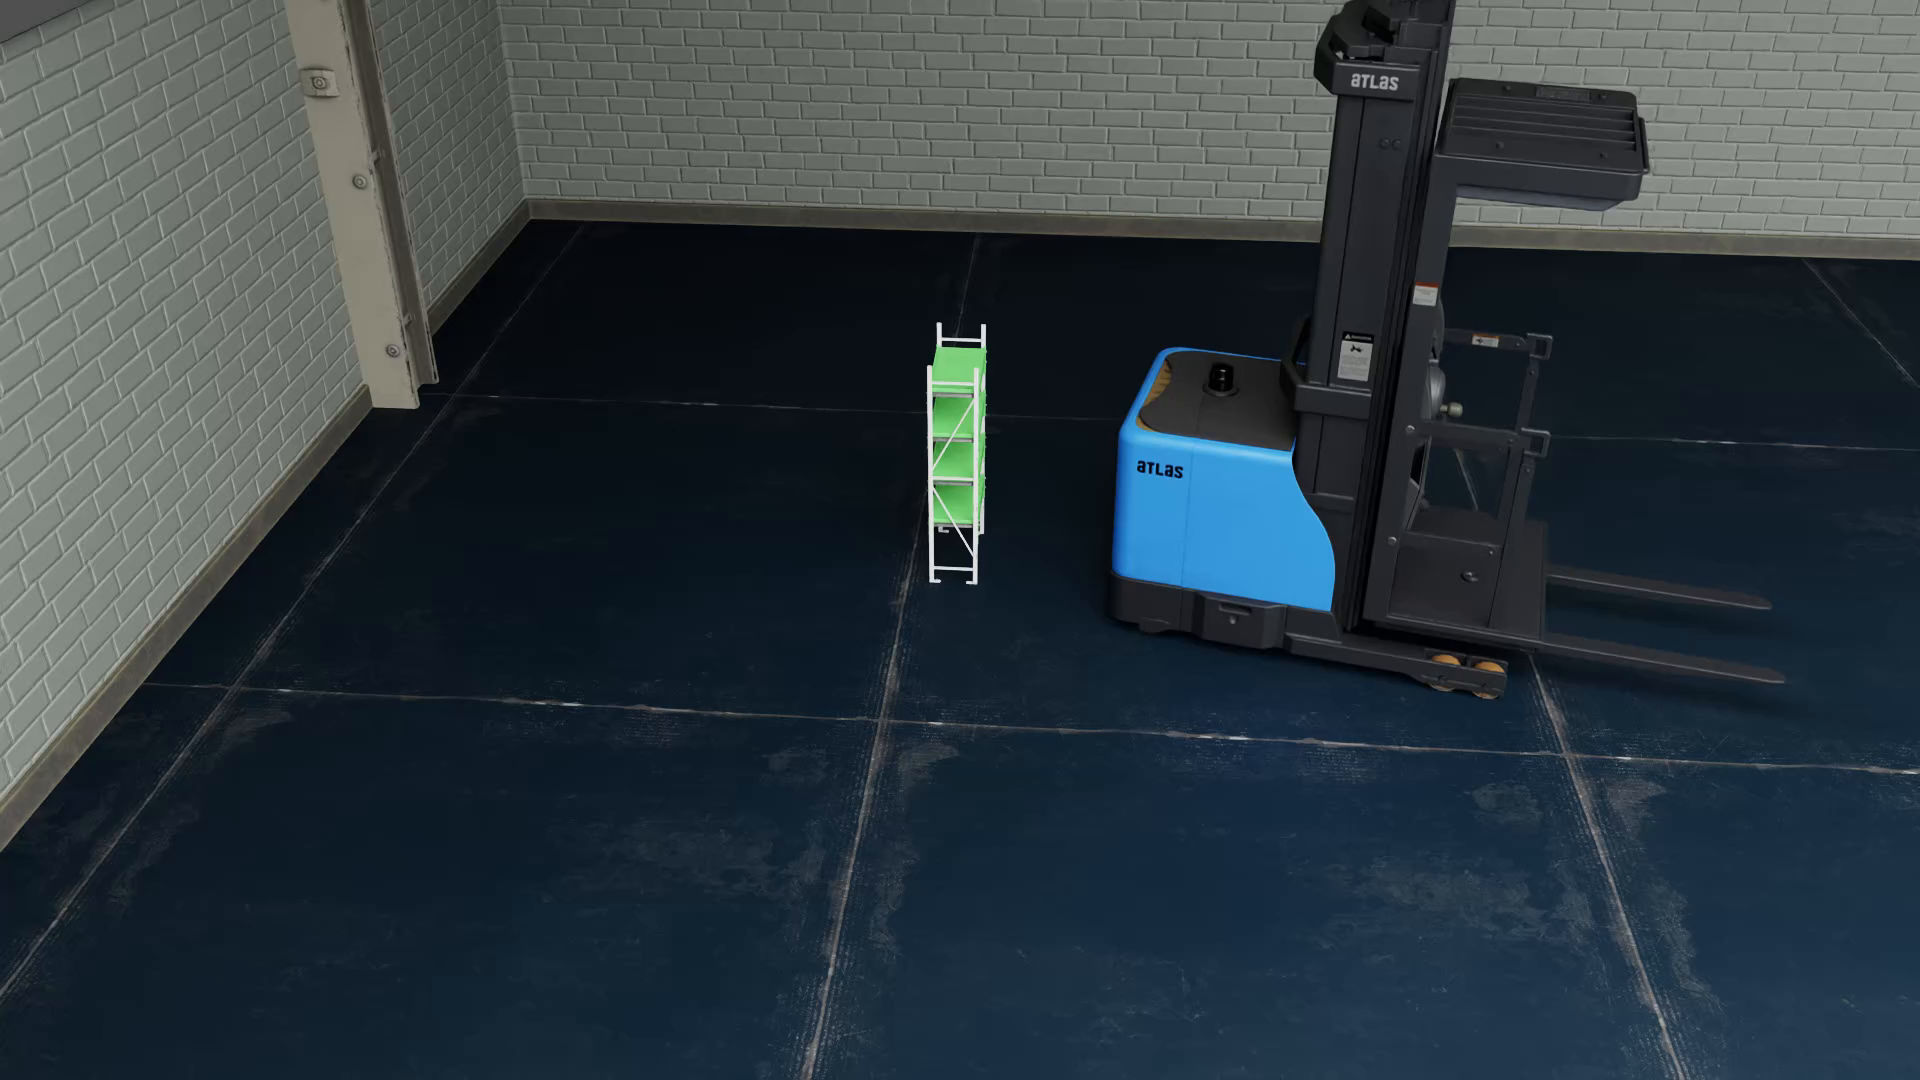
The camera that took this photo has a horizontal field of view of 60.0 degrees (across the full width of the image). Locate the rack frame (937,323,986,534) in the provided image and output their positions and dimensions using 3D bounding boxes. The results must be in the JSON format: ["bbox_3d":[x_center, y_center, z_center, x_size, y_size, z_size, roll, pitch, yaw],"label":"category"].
[{"bbox_3d":[0.006,-0.552,8.502,0.240,1.200,0.015,2,32,4],"label":"rack frame"}]

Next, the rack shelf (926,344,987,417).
[{"bbox_3d":[-0.013,-0.778,8.076,0.258,0.148,0.480,2,32,4],"label":"rack shelf"}]

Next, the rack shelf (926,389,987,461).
[{"bbox_3d":[-0.013,-0.574,8.202,0.258,0.148,0.480,2,32,4],"label":"rack shelf"}]

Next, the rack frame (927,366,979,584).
[{"bbox_3d":[-0.033,-0.297,8.088,0.240,1.200,0.015,2,32,4],"label":"rack frame"}]

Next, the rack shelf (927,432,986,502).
[{"bbox_3d":[-0.013,-0.370,8.328,0.258,0.148,0.480,2,32,4],"label":"rack shelf"}]

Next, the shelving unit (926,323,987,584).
[{"bbox_3d":[-0.013,-0.424,8.295,0.258,1.200,0.503,2,32,4],"label":"shelving unit"}]

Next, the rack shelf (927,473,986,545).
[{"bbox_3d":[-0.013,-0.166,8.454,0.258,0.148,0.480,2,32,4],"label":"rack shelf"}]

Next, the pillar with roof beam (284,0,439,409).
[{"bbox_3d":[0.875,-4.549,7.555,9.100,9.000,0.400,2,32,4],"label":"pillar with roof beam"}]

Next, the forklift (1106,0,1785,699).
[{"bbox_3d":[2.284,-0.838,7.316,3.031,2.935,1.130,9,33,15],"label":"forklift"}]
